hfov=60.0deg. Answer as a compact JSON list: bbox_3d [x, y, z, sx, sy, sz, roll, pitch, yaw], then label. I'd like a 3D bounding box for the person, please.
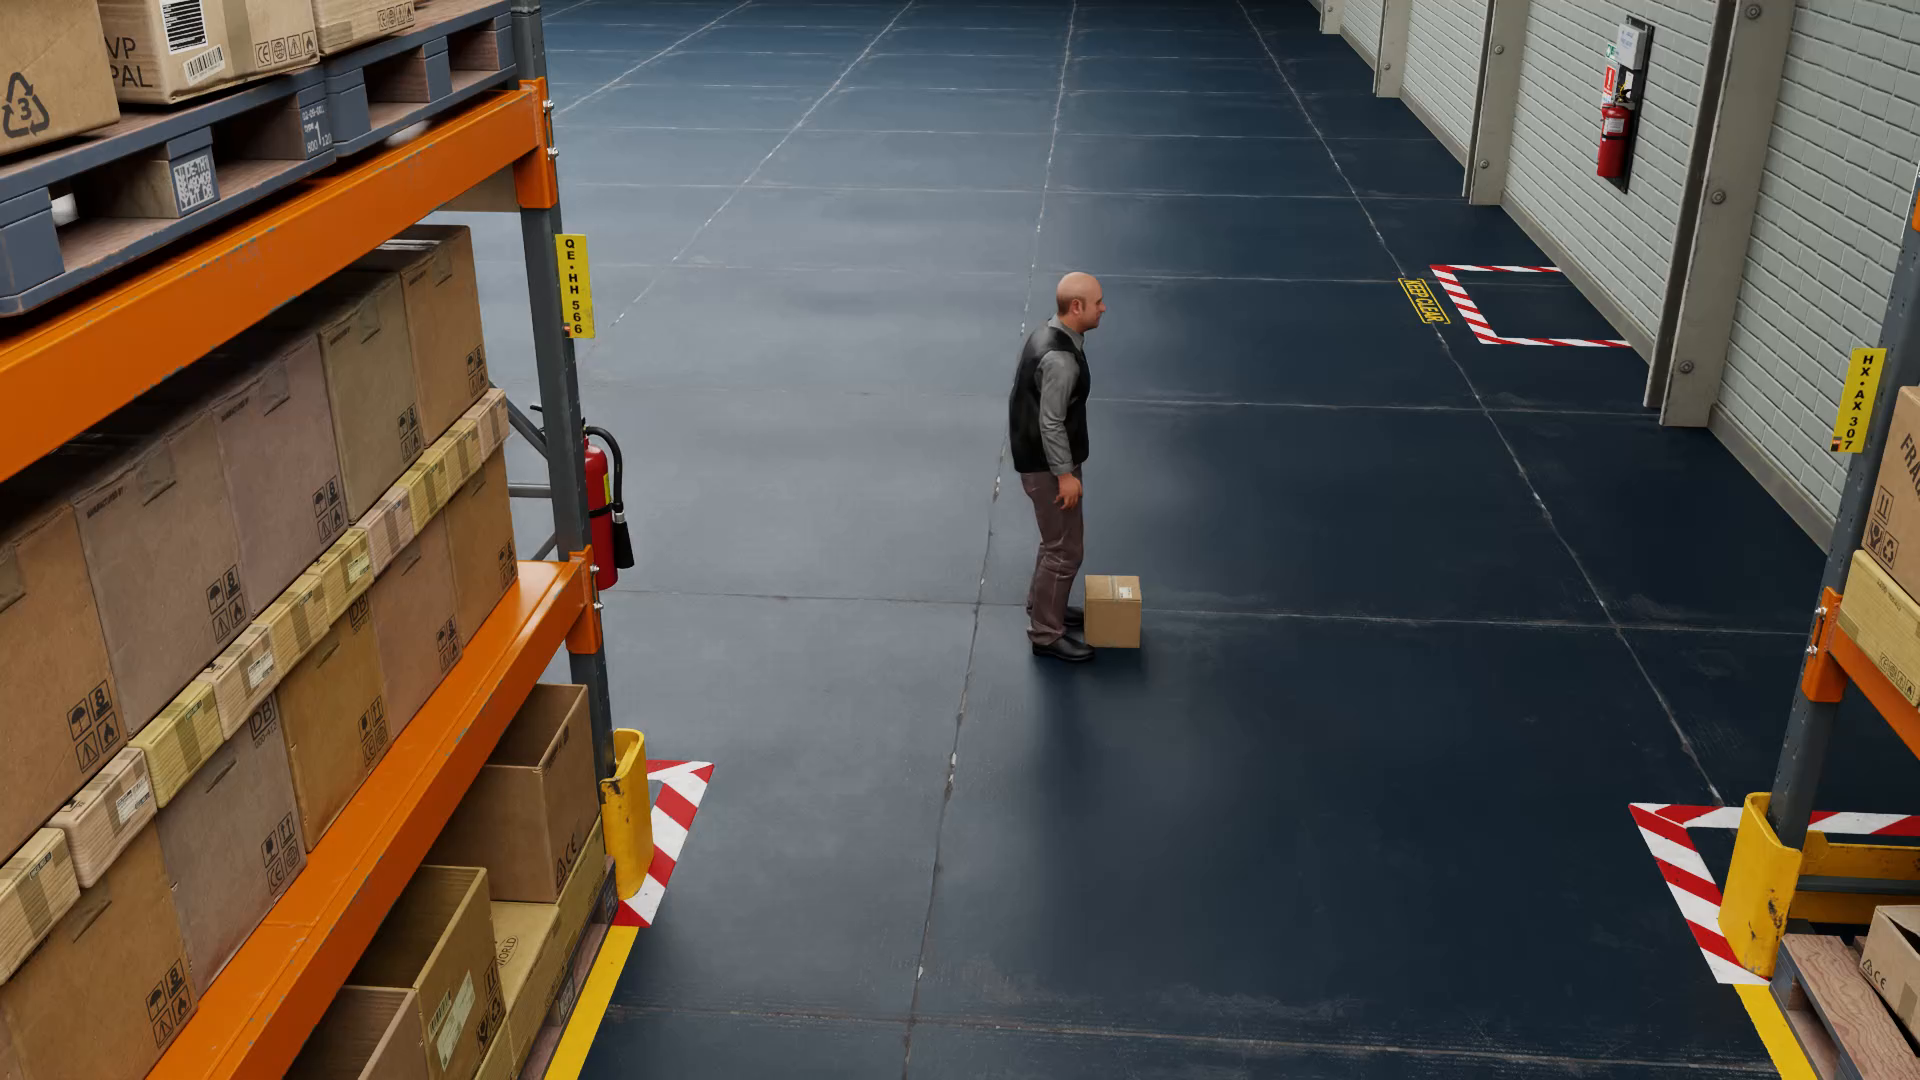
[{"bbox_3d":[0.424,-0.344,7.391,0.415,1.721,0.580,2,24,4],"label":"person"}]
